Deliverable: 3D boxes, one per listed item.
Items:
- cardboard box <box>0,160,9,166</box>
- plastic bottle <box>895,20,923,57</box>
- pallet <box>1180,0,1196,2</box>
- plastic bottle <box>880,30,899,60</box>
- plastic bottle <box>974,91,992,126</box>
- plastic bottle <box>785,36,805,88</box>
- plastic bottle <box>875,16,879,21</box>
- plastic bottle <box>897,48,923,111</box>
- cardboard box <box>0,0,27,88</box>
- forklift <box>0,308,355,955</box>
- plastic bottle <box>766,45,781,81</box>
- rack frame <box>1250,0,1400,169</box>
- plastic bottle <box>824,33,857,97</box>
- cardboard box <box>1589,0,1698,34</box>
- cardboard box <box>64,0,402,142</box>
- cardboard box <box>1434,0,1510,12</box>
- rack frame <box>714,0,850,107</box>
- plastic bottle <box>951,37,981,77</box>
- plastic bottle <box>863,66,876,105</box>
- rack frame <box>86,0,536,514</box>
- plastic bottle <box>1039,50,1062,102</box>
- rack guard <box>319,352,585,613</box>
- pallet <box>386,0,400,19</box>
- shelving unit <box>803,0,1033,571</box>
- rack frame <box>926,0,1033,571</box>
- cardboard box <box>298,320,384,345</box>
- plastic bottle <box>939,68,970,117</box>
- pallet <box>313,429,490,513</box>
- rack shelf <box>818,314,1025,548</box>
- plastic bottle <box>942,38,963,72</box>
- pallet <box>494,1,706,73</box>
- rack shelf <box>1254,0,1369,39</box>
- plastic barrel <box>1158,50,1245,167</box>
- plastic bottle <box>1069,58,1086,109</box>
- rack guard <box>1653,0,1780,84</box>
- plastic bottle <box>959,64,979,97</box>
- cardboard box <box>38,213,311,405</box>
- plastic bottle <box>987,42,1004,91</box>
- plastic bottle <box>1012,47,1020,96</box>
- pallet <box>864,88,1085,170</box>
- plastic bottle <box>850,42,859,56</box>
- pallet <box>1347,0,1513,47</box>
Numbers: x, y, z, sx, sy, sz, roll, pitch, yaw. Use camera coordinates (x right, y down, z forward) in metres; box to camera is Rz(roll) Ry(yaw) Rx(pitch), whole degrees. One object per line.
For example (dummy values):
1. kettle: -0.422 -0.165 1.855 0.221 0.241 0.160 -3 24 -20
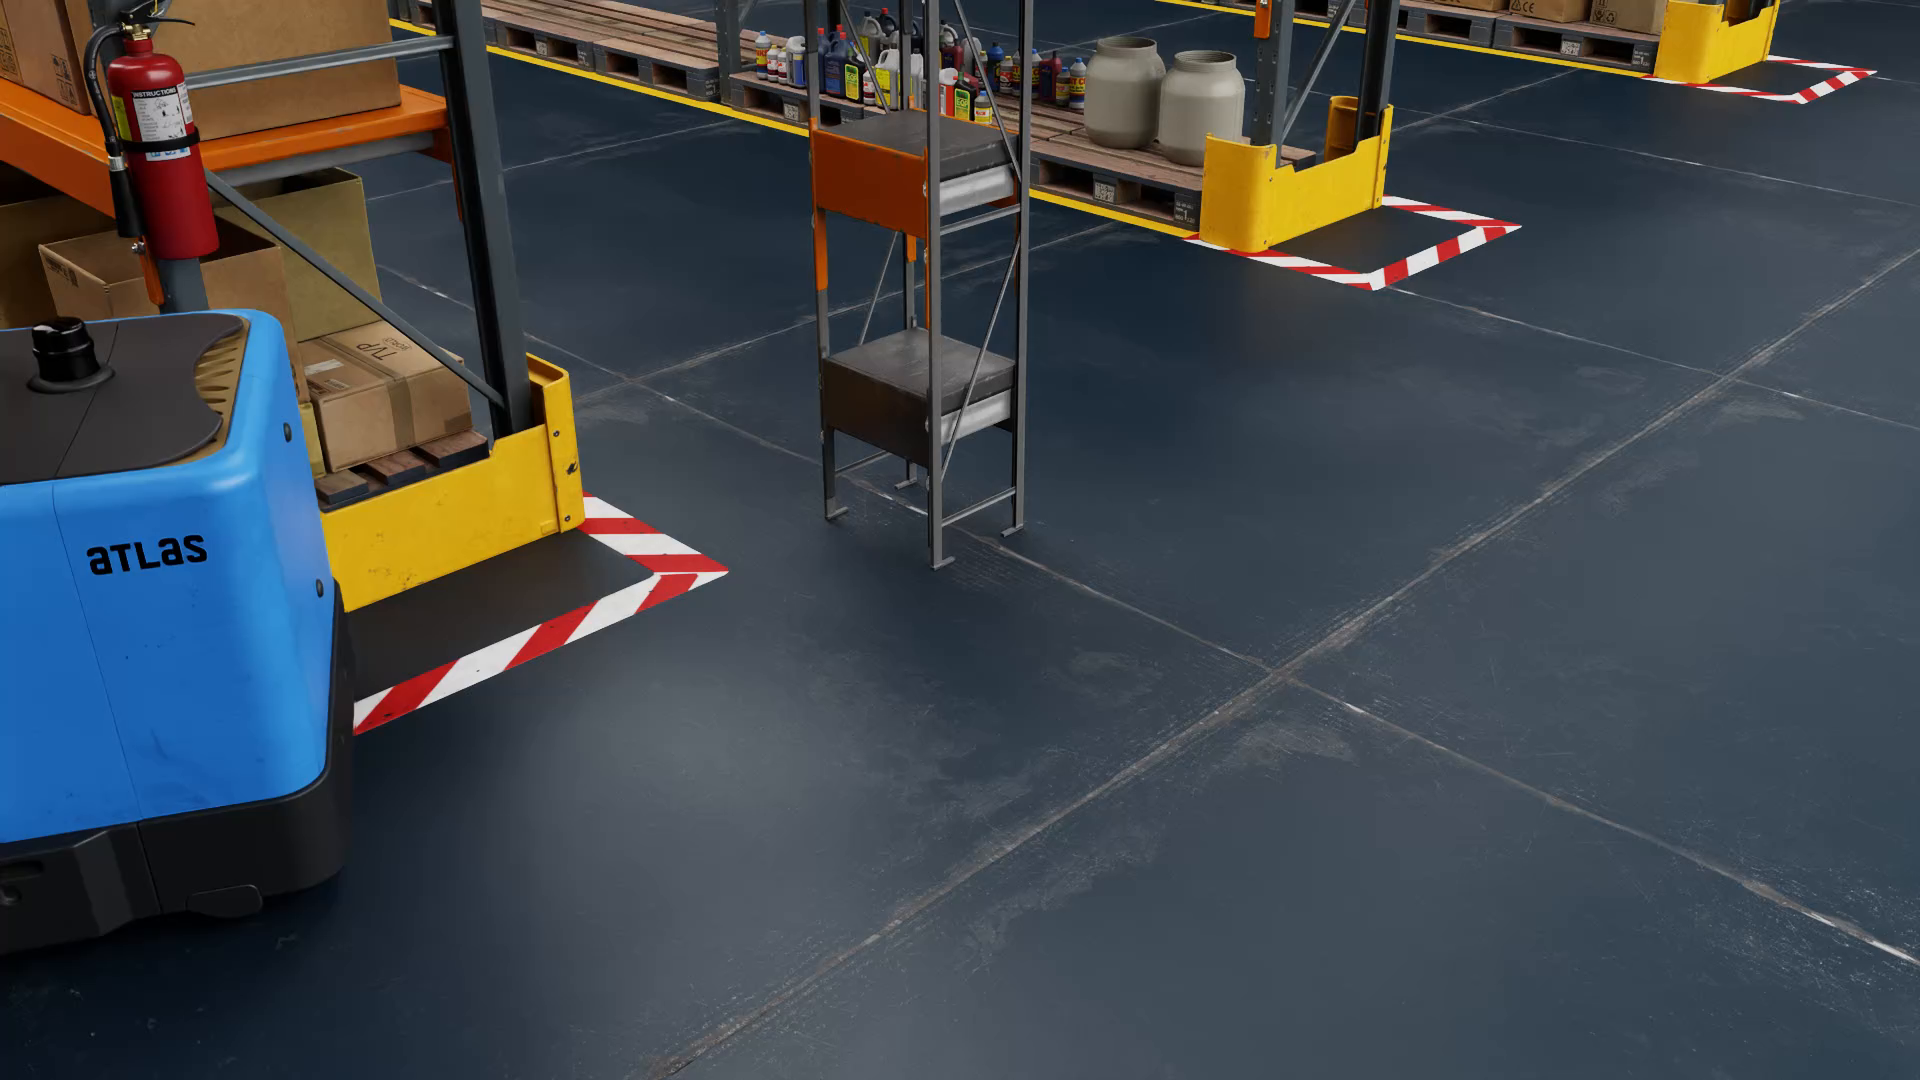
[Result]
1. cardboard box: -3.403 -1.124 5.862 0.500 0.500 0.500 25 36 38
2. plastic bottle: -0.312 -3.055 10.210 0.185 0.351 0.144 22 35 36
3. pallet: 1.806 -4.873 14.290 1.213 0.211 1.003 25 36 38
4. plastic bottle: -0.398 -2.964 10.118 0.135 0.276 0.152 25 36 38
5. plastic bottle: 0.125 -2.314 8.962 0.097 0.201 0.097 0 28 0
6. plastic bottle: -0.940 -2.853 9.906 0.152 0.276 0.135 -24 36 -37
7. plastic bottle: -0.536 -3.155 10.472 0.061 0.283 0.133 -23 36 -37
8. plastic bottle: -0.255 -2.570 9.288 0.144 0.351 0.185 -24 36 -37
9. cardboard box: -2.785 -1.796 5.336 0.500 0.500 0.700 25 37 39
10. forklift: -2.950 -0.508 3.067 3.031 2.935 1.130 -8 29 -15
11. plastic bottle: -1.118 -2.883 10.044 0.097 0.201 0.097 0 28 0
12. rack frame: 1.742 -2.904 7.551 0.127 3.000 1.000 25 36 38
13. plastic bottle: -0.691 -2.769 9.667 0.185 0.351 0.144 23 35 36
14. cardboard box: 4.781 -3.837 11.559 0.500 0.500 0.500 -18 33 -30
15. cardboard box: -2.057 -1.463 4.701 0.500 0.500 0.700 25 36 38
16. cardboard box: 3.898 -4.231 12.308 0.500 0.500 0.500 -21 34 -35
17. rack frame: -1.110 -4.210 10.033 0.127 3.000 1.000 25 36 38
18. plastic bottle: 0.032 -2.862 9.924 0.152 0.276 0.135 -25 36 -38
19. plastic bottle: -0.505 -2.603 9.511 0.097 0.201 0.097 0 28 0
20. rack frame: -1.733 -1.262 4.427 0.127 3.000 1.000 25 36 38
21. plastic bottle: 0.519 -2.672 9.554 0.061 0.283 0.133 -25 36 -38
22. rack guard: -1.716 -0.148 4.993 0.348 0.500 1.175 25 36 38
23. pallet: -4.554 -4.524 13.627 1.213 0.211 1.003 25 36 38
24. shelving unit: -0.118 -0.983 4.864 0.503 2.100 0.431 25 36 38
25. rack frame: 0.056 -0.904 4.713 0.015 2.100 0.400 25 36 38
26. cardboard box: -2.319 -0.641 5.750 0.500 0.250 0.500 25 36 38
27. plastic bottle: -0.035 -2.439 9.119 0.135 0.276 0.152 25 37 39
28. pallet: -2.308 -0.263 5.524 1.213 0.211 1.003 25 36 38
29. rack shelf: -0.118 -0.352 5.196 0.480 0.518 0.431 25 36 38
30. plastic bottle: -0.043 -2.830 9.854 0.133 0.283 0.061 25 36 38
31. pallet: -2.571 -3.617 11.902 1.213 0.211 1.003 25 36 38
32. rack shelf: 0.316 -3.239 8.959 4.000 0.370 1.077 25 36 38
33. plastic barrel: 1.219 -2.179 8.392 0.421 0.512 0.421 0 28 0
34. plastic bottle: 0.668 -2.587 9.405 0.097 0.271 0.097 0 28 0
35. rack guard: 5.161 -3.467 11.305 0.348 0.500 1.175 25 36 38
36. plastic bottle: 0.039 -2.477 9.185 0.133 0.283 0.061 25 36 38
37. cardboard box: -2.324 -0.639 4.939 0.500 0.500 0.500 25 36 38
38. plastic bottle: 0.208 -2.797 9.805 0.097 0.271 0.097 0 28 0
39. plastic bottle: 0.352 -2.731 9.680 0.097 0.271 0.097 0 28 0
40. pallet: 0.214 -2.344 9.481 1.213 0.211 1.003 25 36 38
41. plastic bottle: -0.637 -2.788 9.789 0.097 0.271 0.097 0 28 0
42. pallet: 3.740 -4.014 12.656 1.213 0.211 1.003 25 36 38
